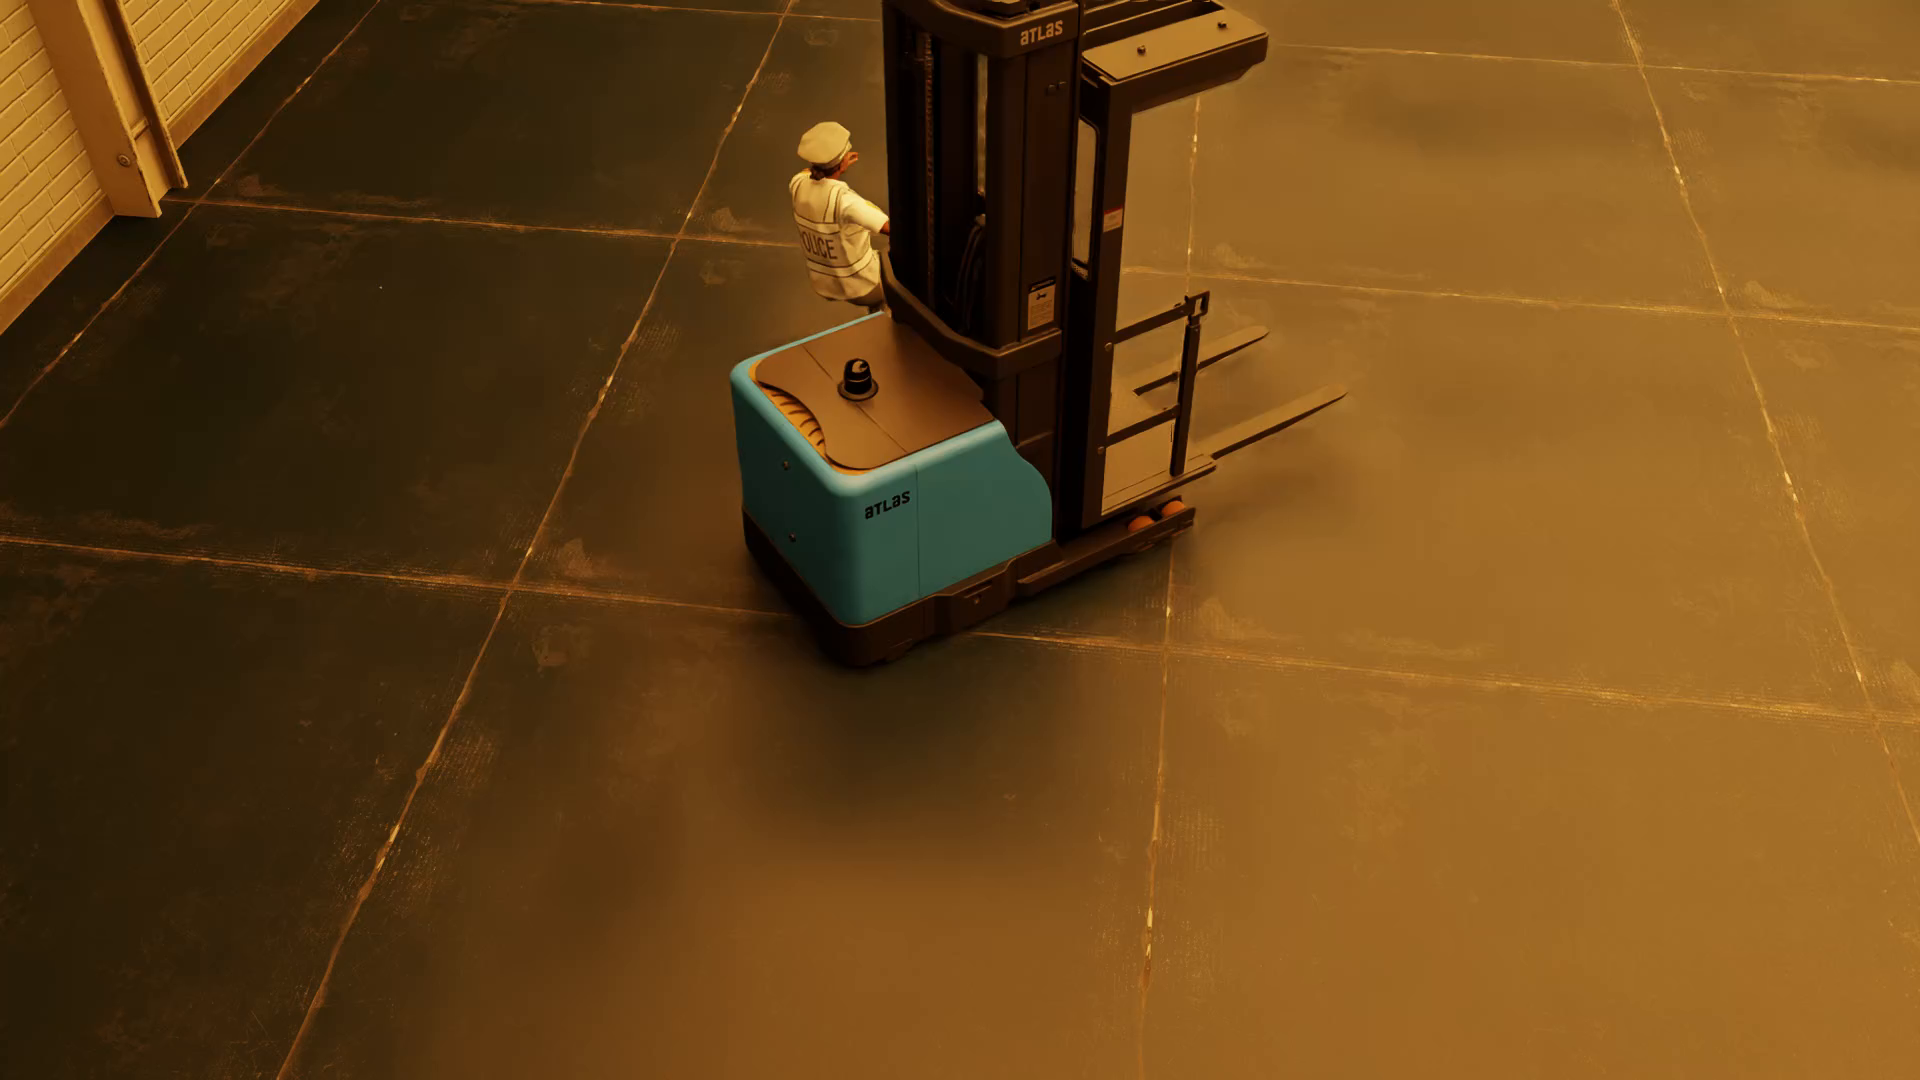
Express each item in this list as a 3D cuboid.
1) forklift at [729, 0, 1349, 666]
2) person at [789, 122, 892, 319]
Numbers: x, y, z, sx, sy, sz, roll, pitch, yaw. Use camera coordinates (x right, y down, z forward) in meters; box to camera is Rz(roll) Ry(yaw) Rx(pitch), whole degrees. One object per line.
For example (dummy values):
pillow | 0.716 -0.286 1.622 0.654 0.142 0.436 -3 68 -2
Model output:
forklift | 0.511 -1.306 7.146 3.031 2.935 1.130 -24 48 -24
person | -0.431 -1.486 8.434 0.912 1.453 0.807 24 48 24
